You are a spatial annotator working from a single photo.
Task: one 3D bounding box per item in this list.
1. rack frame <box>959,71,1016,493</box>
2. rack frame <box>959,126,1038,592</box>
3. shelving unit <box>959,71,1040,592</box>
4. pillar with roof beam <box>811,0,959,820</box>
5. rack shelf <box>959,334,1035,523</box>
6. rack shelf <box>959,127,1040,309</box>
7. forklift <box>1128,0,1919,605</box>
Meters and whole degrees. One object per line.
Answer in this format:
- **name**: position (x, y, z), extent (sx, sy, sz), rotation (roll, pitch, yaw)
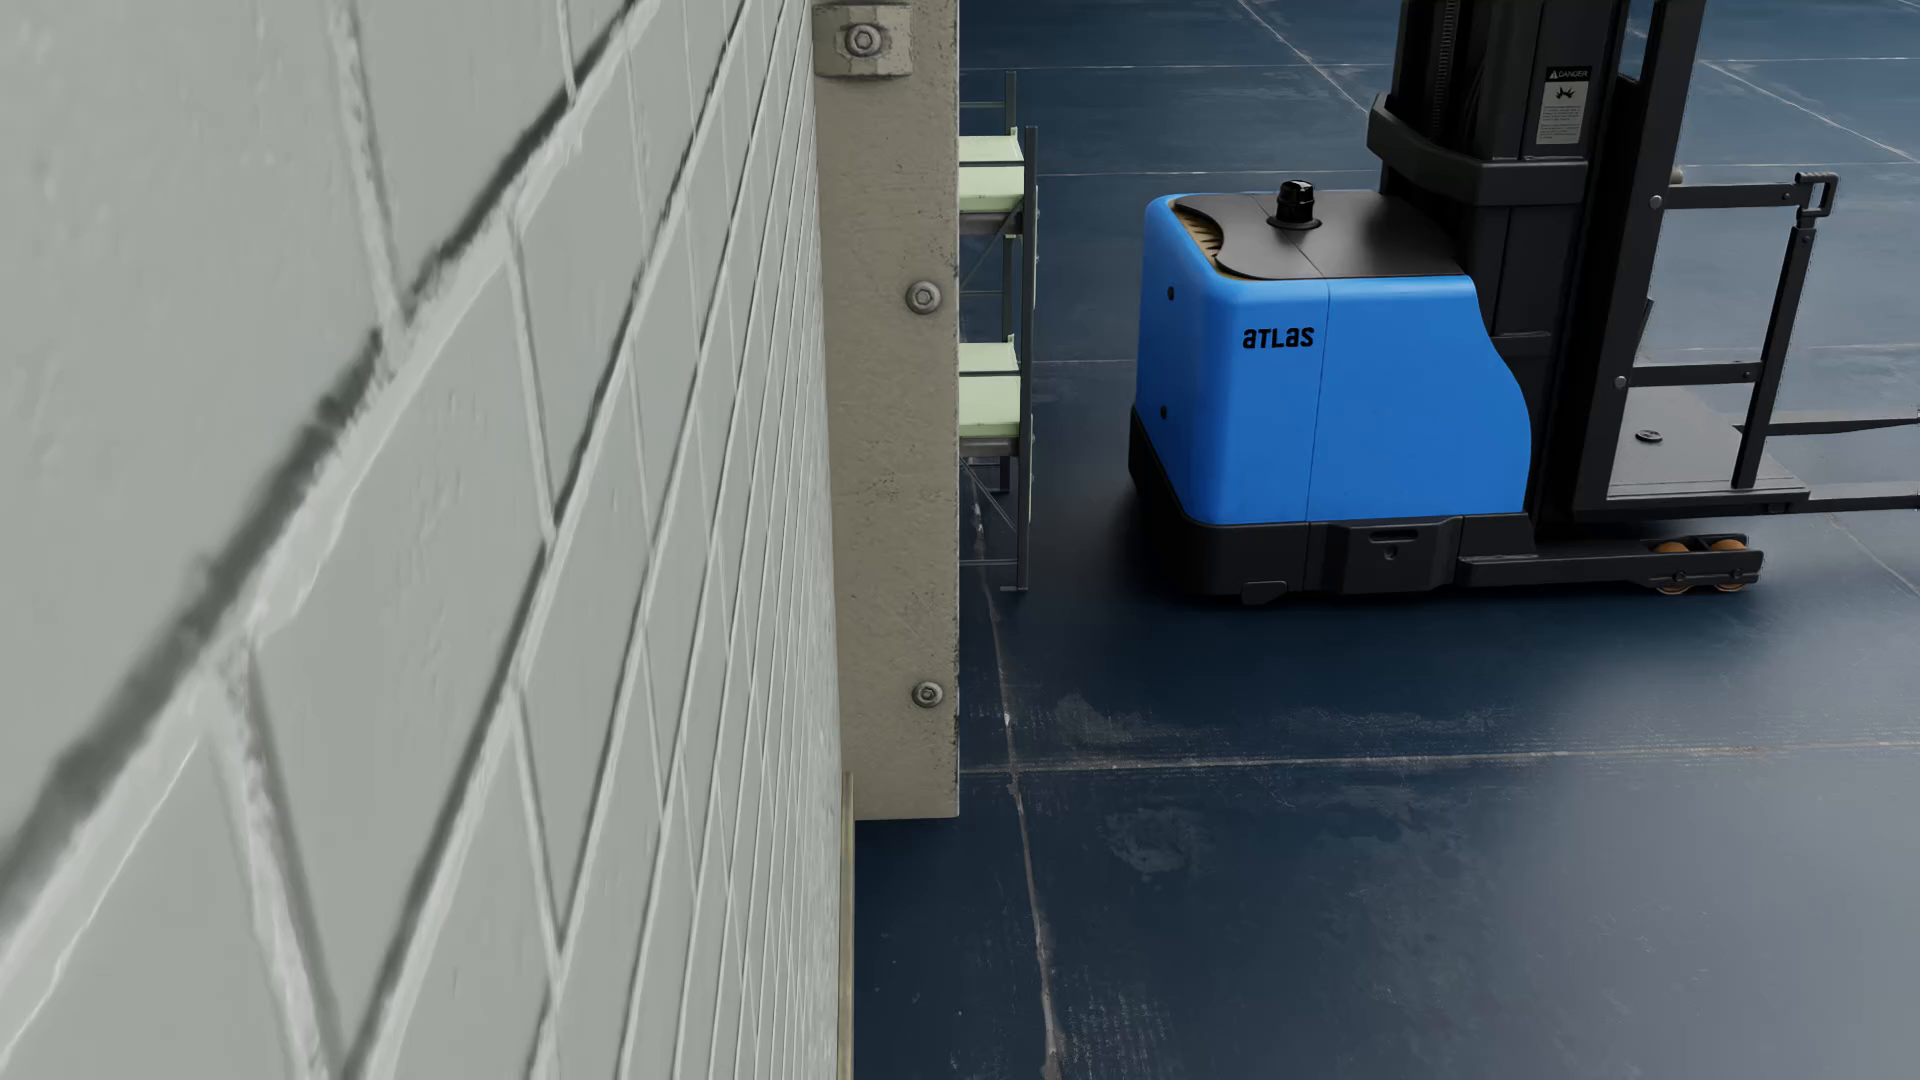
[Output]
- **rack frame**: position (-0.019, -0.837, 5.689), extent (0.400, 1.500, 0.023), rotation (-1, 28, -3)
- **rack frame**: position (0.019, -0.499, 5.041), extent (0.400, 1.500, 0.023), rotation (-1, 28, -3)
- **shelving unit**: position (0.000, -0.668, 5.365), extent (0.431, 1.500, 0.755), rotation (-1, 28, -3)
- **pillar with roof beam**: position (4.132, -3.462, 2.612), extent (9.100, 9.000, 0.400), rotation (-1, 28, -3)
- **rack shelf**: position (0.000, -0.379, 5.515), extent (0.431, 0.370, 0.720), rotation (-1, 28, -3)
- **rack shelf**: position (0.000, -1.014, 5.184), extent (0.431, 0.370, 0.720), rotation (-1, 28, -3)
- **forklift**: position (2.159, -1.365, 5.153), extent (3.031, 2.935, 1.130), rotation (-3, 28, -5)
